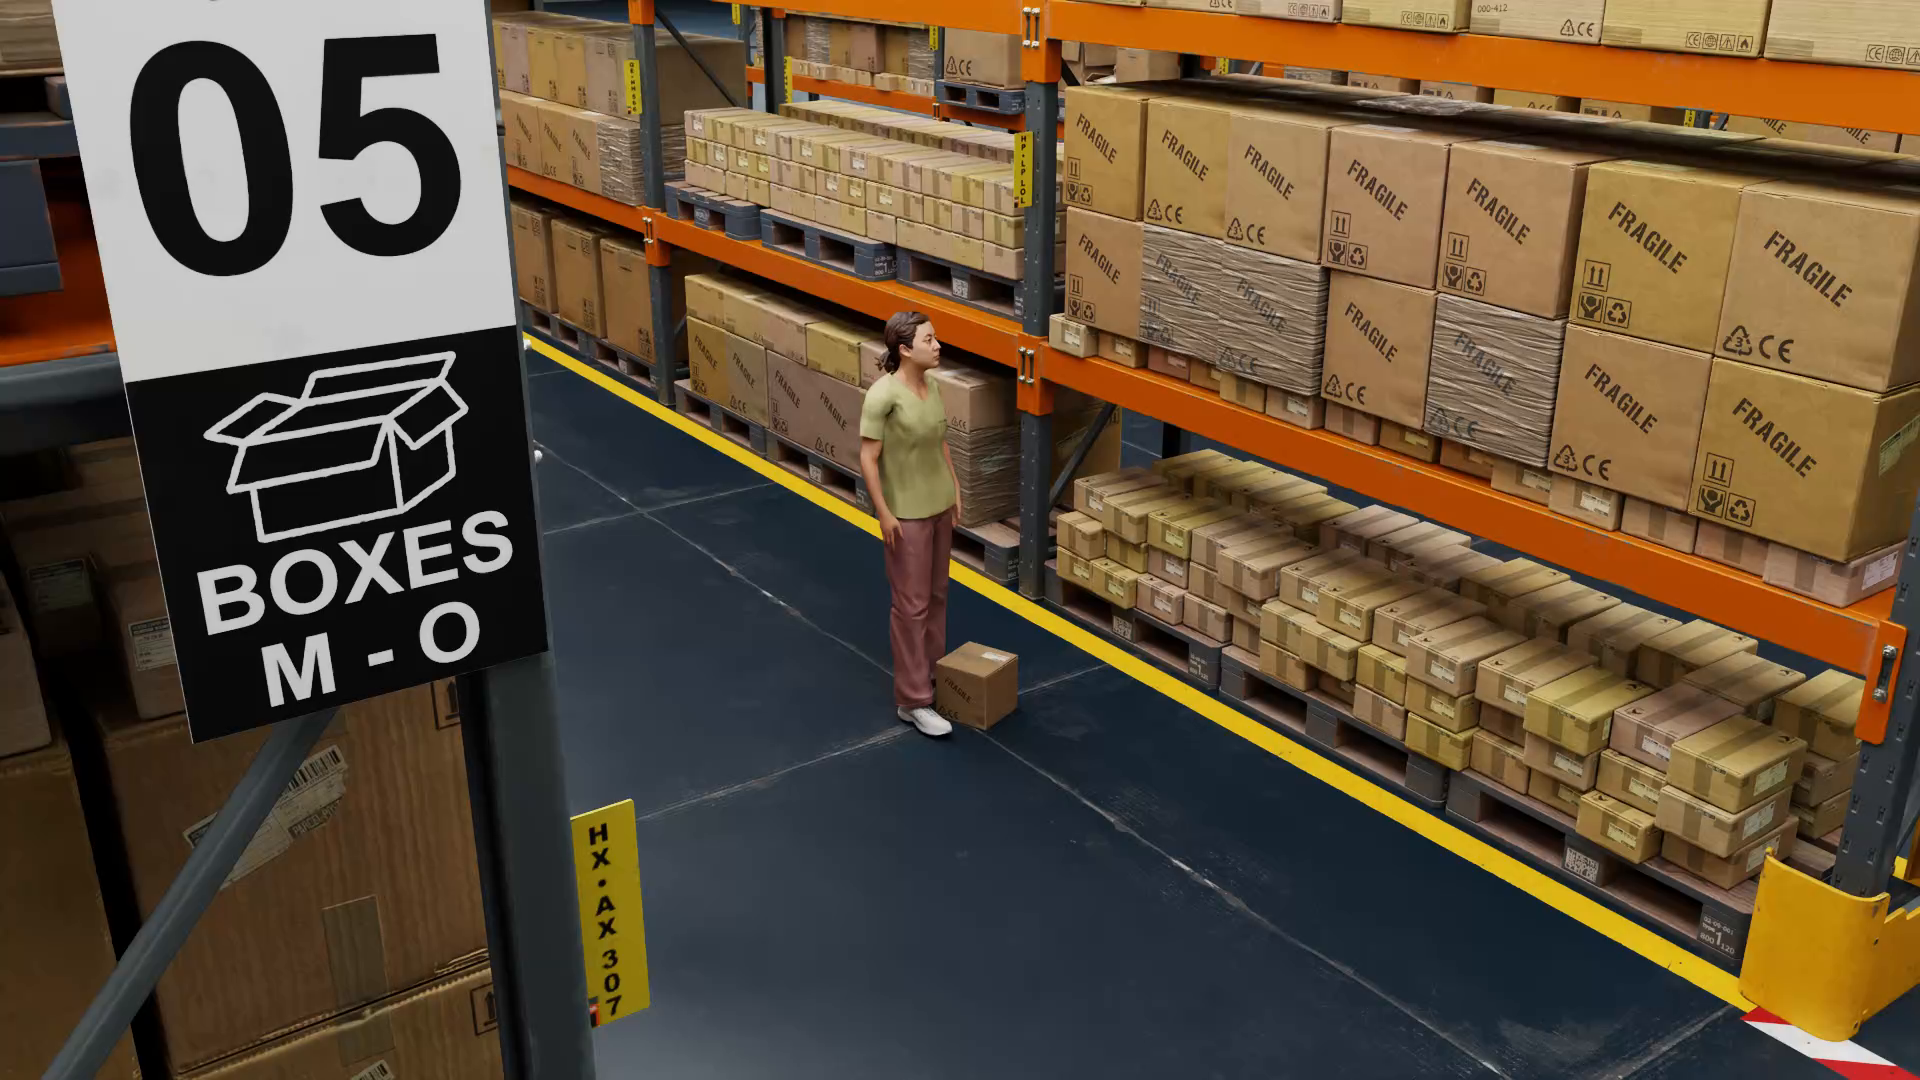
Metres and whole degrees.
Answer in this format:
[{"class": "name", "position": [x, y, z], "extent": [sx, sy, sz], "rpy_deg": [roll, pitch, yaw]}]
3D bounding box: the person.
[{"class": "person", "position": [-0.123, -0.097, 6.809], "extent": [0.548, 1.674, 0.555], "rpy_deg": [15, 26, 33]}]
